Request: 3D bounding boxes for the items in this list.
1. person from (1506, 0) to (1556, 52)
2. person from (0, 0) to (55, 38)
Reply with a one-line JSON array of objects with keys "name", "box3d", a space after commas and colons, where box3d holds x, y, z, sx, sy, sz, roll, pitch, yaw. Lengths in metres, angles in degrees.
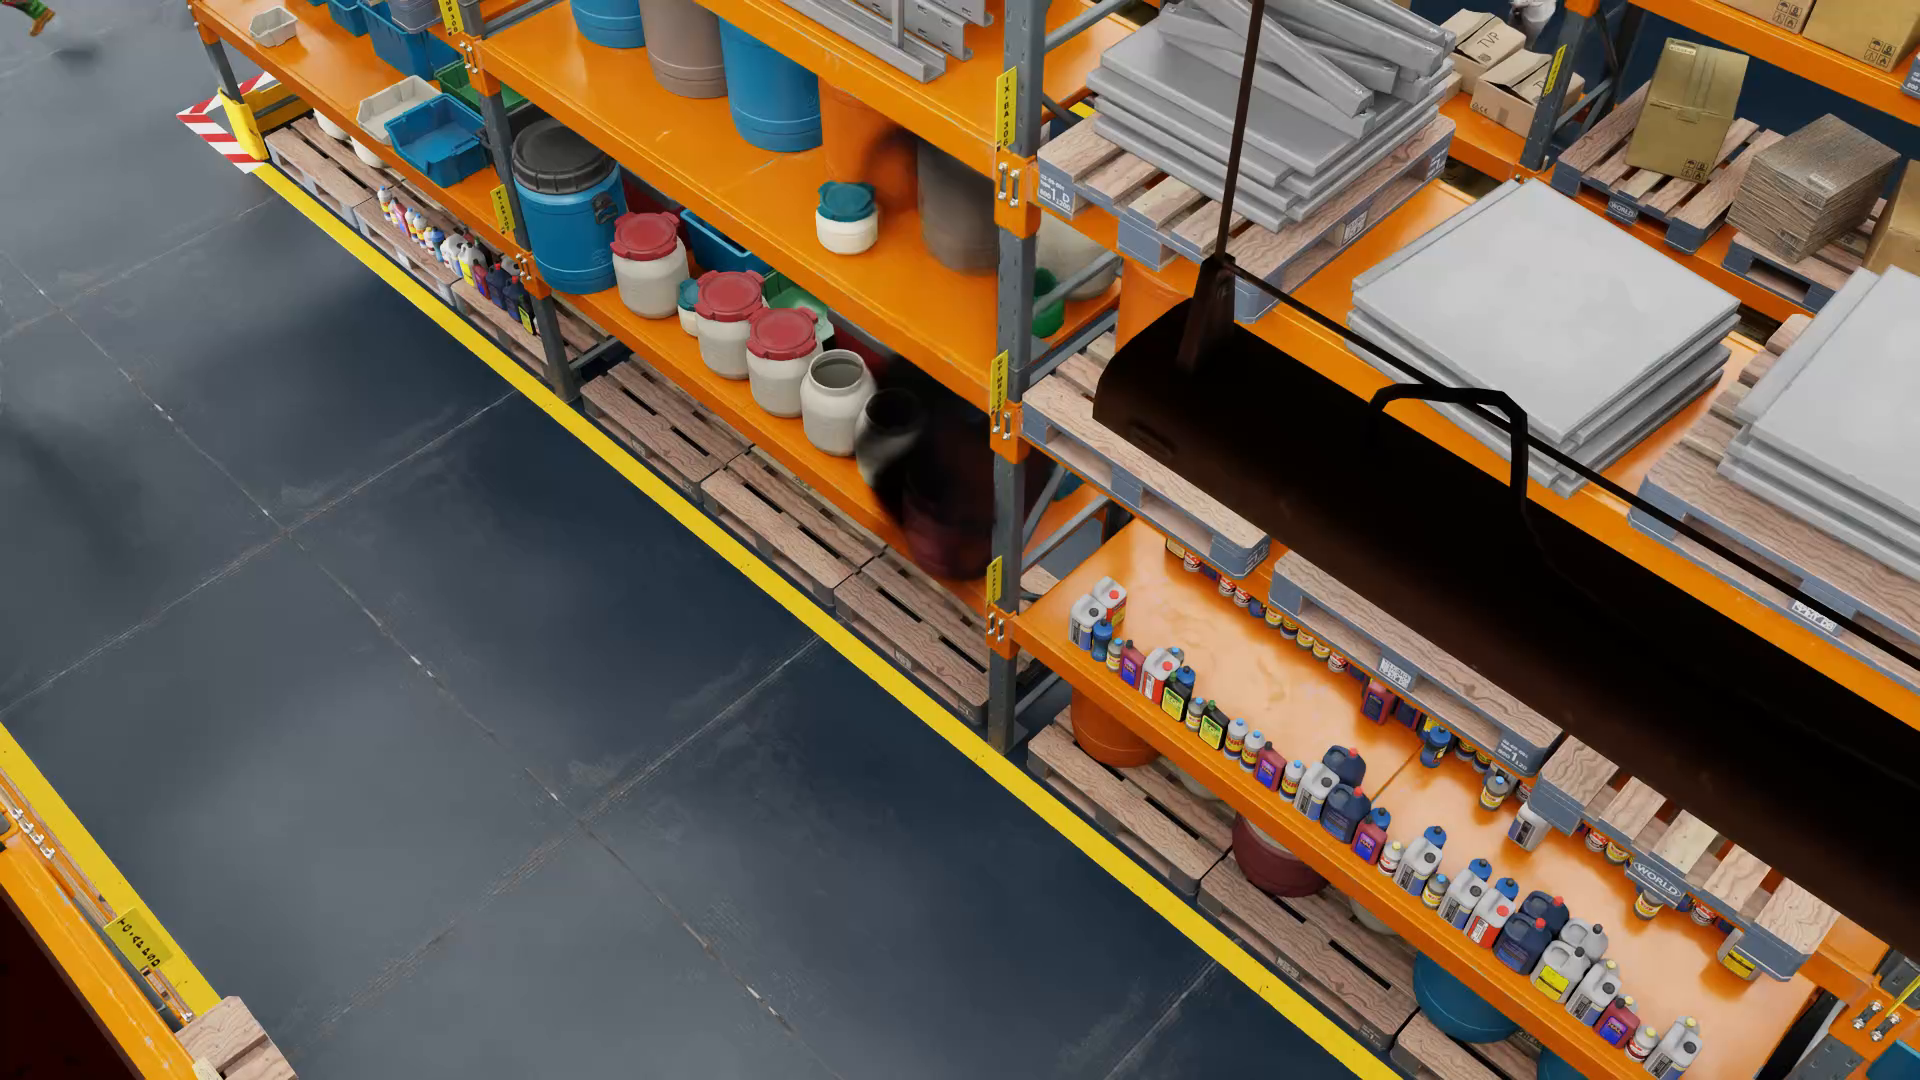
[{"name": "person", "box3d": [4.327, -3.952, 12.596, 0.818, 1.692, 0.624, 31, 57, 23]}, {"name": "person", "box3d": [-7.970, -4.595, 13.096, 1.125, 1.778, 0.647, -10, 51, -8]}]
